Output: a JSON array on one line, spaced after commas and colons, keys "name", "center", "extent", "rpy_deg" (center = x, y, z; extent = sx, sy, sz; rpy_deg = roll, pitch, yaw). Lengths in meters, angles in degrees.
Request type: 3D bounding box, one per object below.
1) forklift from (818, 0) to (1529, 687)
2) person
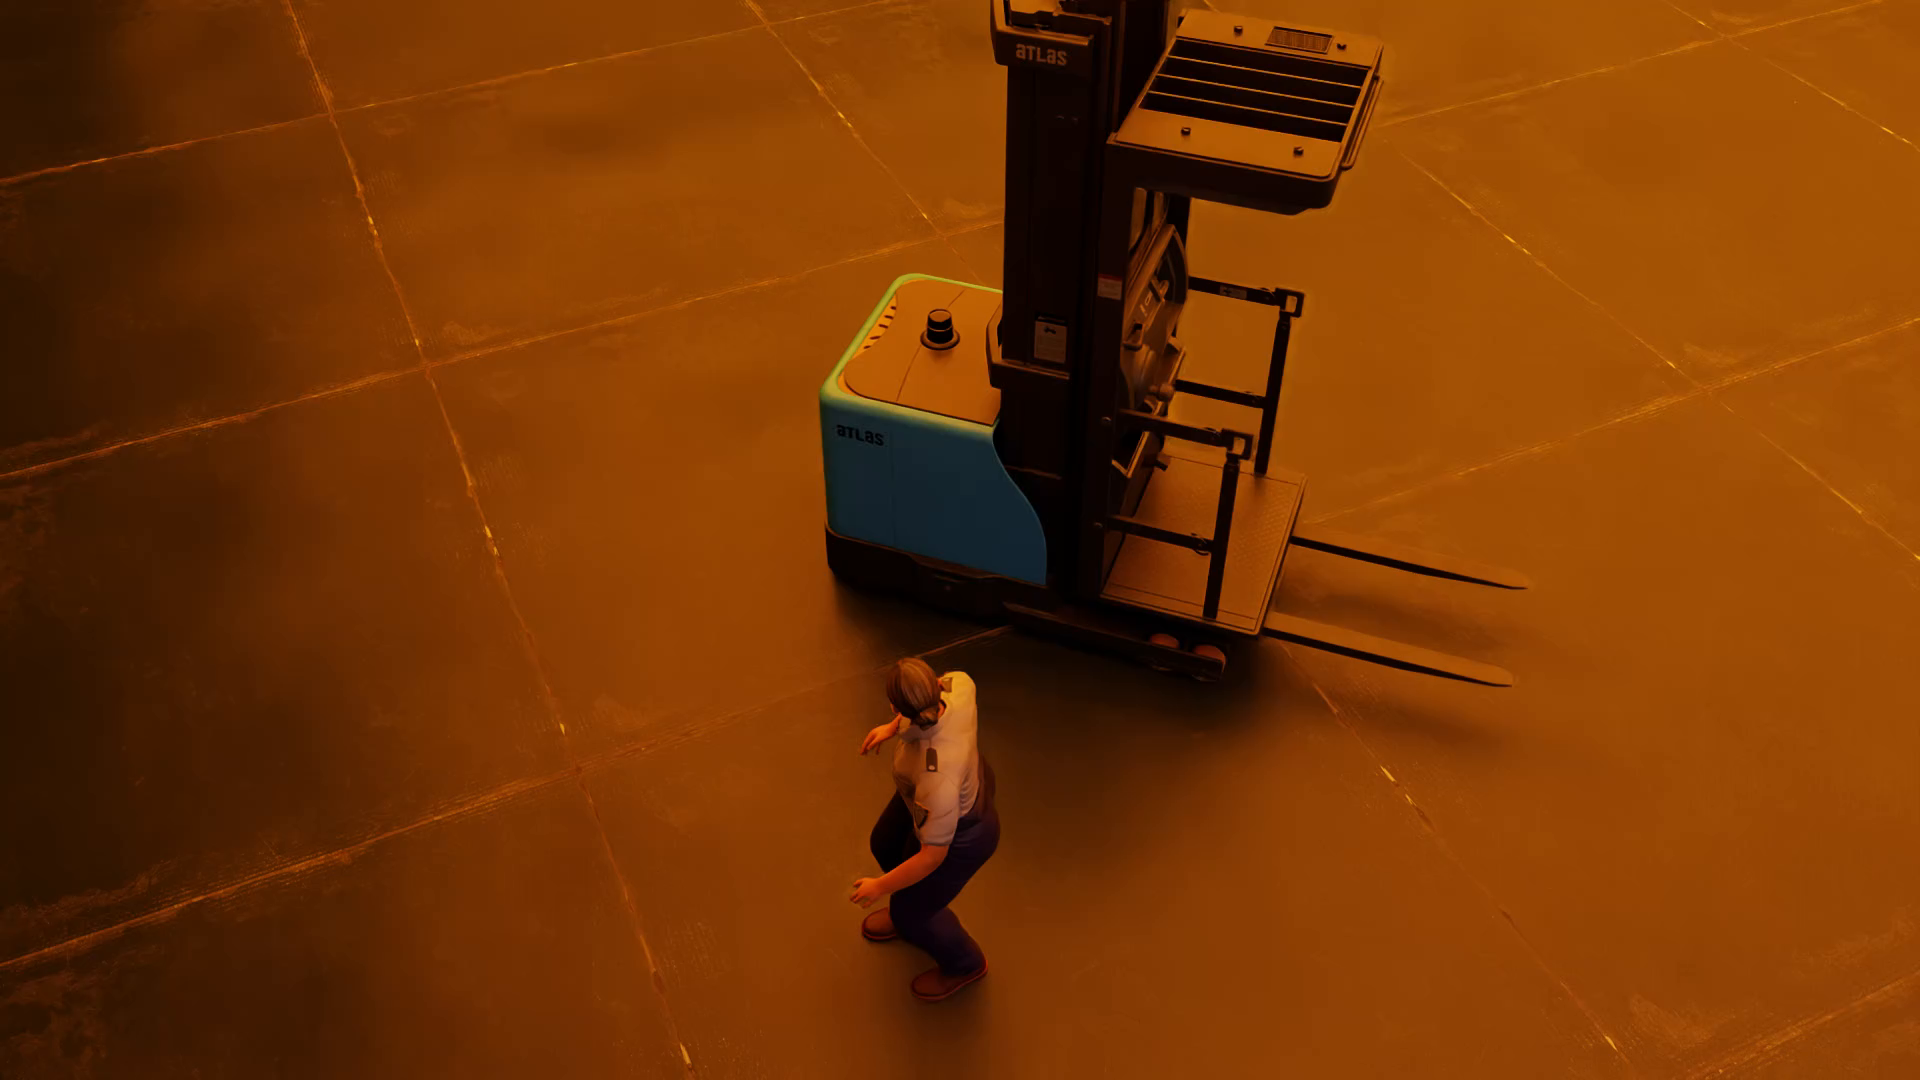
[{"name": "forklift", "center": [0.965, -0.871, 6.613], "extent": [3.031, 2.935, 1.130], "rpy_deg": [14, 45, 14]}, {"name": "person", "center": [-0.119, 0.966, 5.649], "extent": [0.514, 1.600, 0.715], "rpy_deg": [-2, 43, -2]}]
